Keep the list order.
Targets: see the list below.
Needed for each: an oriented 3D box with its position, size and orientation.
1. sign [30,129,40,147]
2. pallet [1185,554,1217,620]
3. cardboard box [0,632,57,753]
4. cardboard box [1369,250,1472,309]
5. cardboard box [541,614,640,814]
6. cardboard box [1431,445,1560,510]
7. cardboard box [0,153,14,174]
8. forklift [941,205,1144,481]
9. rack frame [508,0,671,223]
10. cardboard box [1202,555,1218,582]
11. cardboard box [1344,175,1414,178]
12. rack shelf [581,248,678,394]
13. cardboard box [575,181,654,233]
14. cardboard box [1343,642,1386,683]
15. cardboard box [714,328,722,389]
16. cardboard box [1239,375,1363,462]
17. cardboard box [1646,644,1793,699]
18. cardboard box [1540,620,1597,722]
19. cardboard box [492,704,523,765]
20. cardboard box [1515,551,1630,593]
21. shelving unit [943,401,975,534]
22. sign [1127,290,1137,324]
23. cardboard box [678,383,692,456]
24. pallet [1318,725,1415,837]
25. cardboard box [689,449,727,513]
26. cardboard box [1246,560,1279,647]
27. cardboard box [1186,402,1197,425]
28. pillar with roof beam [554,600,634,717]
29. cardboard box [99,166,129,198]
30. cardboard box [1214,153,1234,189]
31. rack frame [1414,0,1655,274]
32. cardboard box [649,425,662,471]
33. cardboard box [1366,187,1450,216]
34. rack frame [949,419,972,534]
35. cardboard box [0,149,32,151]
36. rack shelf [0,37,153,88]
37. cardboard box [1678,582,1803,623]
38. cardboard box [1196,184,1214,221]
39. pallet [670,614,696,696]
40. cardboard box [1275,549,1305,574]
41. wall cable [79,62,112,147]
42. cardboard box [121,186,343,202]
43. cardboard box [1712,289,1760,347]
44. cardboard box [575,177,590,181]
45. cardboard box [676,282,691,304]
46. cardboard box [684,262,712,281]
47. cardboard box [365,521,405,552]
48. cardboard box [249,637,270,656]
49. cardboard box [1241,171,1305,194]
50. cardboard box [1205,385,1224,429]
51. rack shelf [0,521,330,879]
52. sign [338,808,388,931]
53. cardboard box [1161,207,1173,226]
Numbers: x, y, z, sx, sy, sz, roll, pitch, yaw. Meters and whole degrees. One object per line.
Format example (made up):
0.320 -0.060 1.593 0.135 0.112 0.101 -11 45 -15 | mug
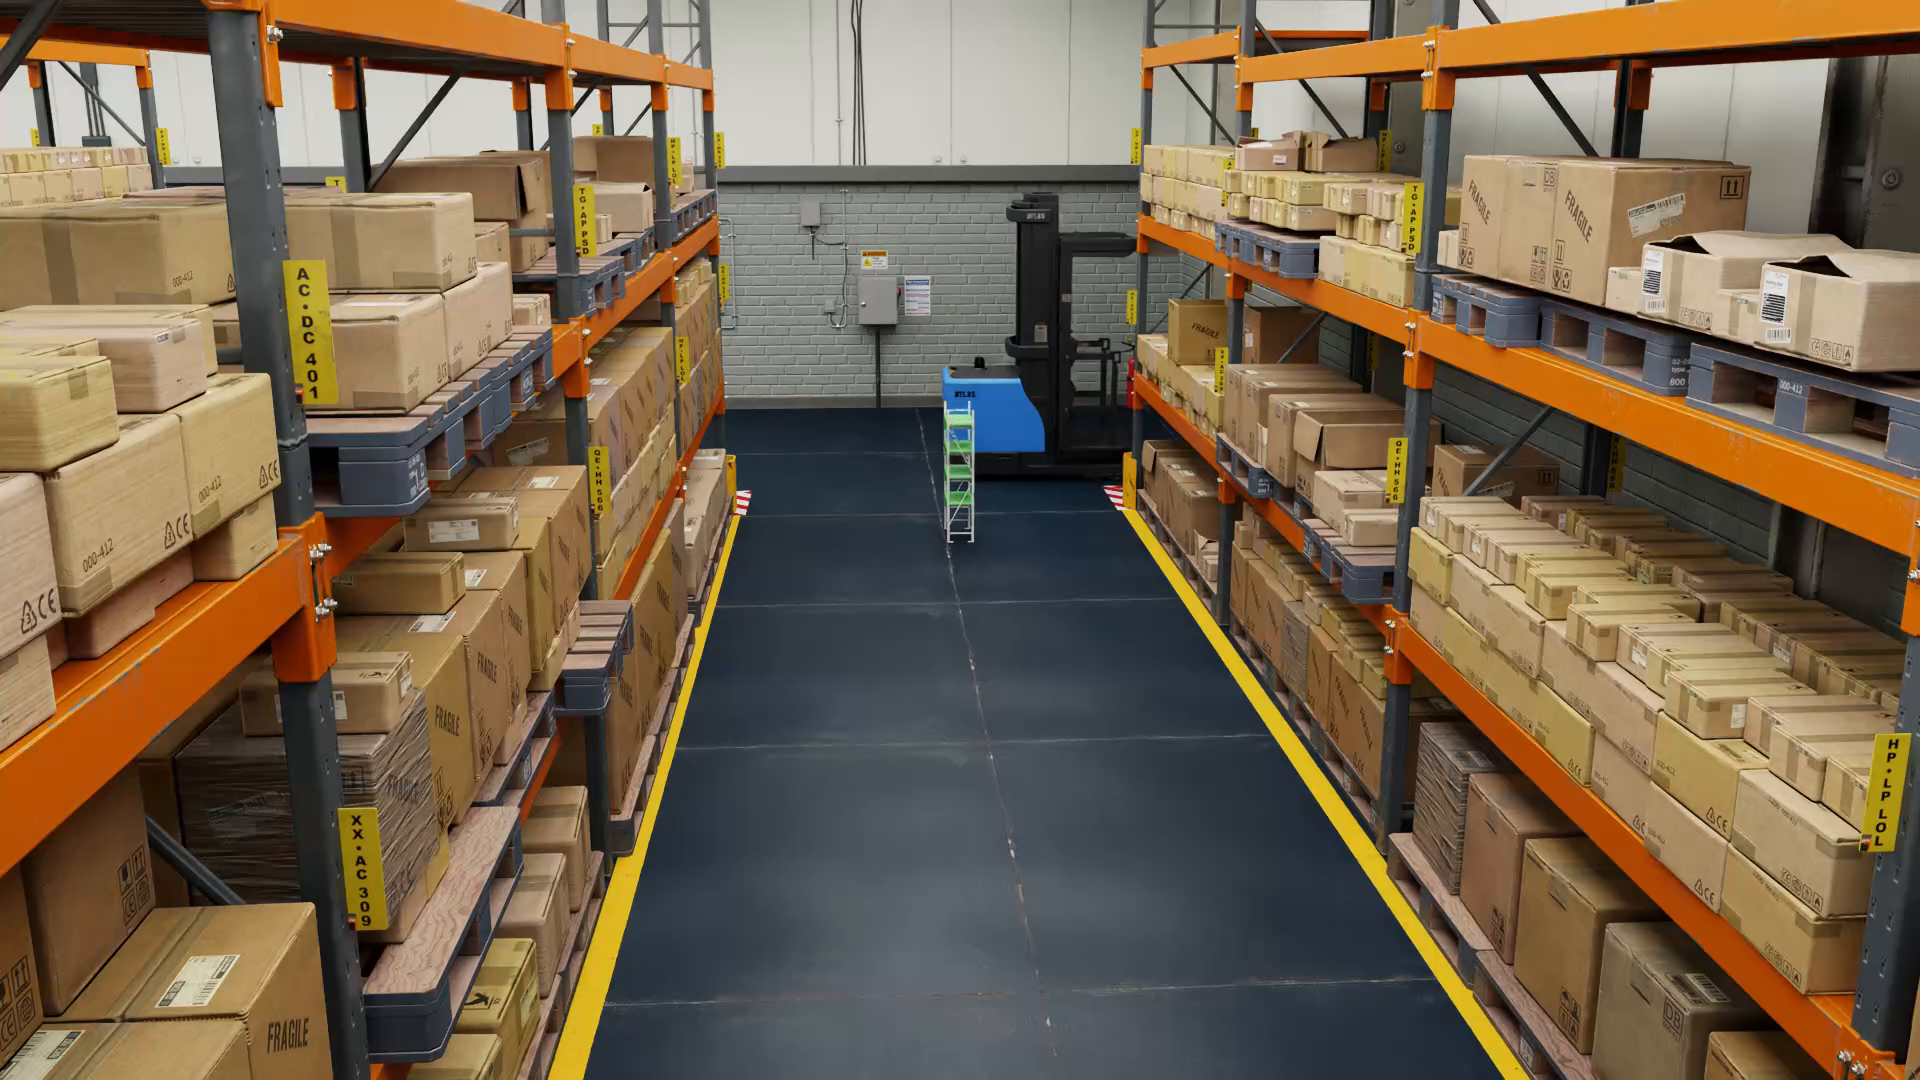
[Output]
-8.238 -3.507 14.863 0.100 0.325 0.005 -1 14 -3 | sign
2.398 0.356 13.219 1.003 0.211 1.213 -1 14 -3 | pallet
-1.645 0.242 2.549 0.380 0.149 0.250 0 14 -2 | cardboard box
2.413 -1.333 8.468 0.500 0.250 0.500 -1 14 -5 | cardboard box
-2.226 0.901 8.925 0.875 0.875 0.875 -1 14 -4 | cardboard box
2.812 -0.211 8.783 0.500 0.500 0.500 0 14 -1 | cardboard box
-7.287 -2.795 12.347 0.380 0.149 0.250 -1 14 -5 | cardboard box
-2.677 -1.916 16.769 11.079 2.843 2.598 0 14 -2 | forklift
-2.514 -3.651 11.159 1.000 3.000 0.127 -1 14 -3 | rack frame
2.112 0.220 13.032 0.380 0.149 0.250 -1 14 -5 | cardboard box
2.635 -2.221 10.484 0.380 0.149 0.250 -1 14 -5 | cardboard box
-2.390 -1.353 9.689 1.077 0.370 4.000 -1 14 -3 | rack shelf
-2.250 -2.143 10.652 0.500 0.311 0.500 -1 14 -3 | cardboard box
2.356 0.678 9.244 0.380 0.149 0.250 -2 15 -6 | cardboard box
-2.468 -1.673 15.310 0.500 0.500 0.500 -1 14 -3 | cardboard box
2.279 -0.823 11.161 0.700 0.500 0.500 -1 14 -3 | cardboard box
2.594 0.467 5.690 0.380 0.149 0.250 -1 14 -5 | cardboard box
2.572 0.497 6.371 0.500 0.250 0.500 -1 14 -3 | cardboard box
-1.790 0.695 5.967 0.380 0.149 0.250 0 14 -1 | cardboard box
2.547 0.149 6.924 0.380 0.149 0.250 -1 14 -3 | cardboard box
-6.149 0.483 10.742 13.061 1.200 8.595 -1 14 -3 | shelving unit
1.650 -2.229 15.934 0.100 0.325 0.005 -1 14 -3 | sign
-2.282 -0.915 12.363 0.500 0.500 0.500 0 14 -2 | cardboard box
2.679 1.335 9.413 1.003 0.211 1.213 -1 14 -3 | pallet
-2.621 -0.541 15.408 0.875 0.438 0.875 -1 14 -5 | cardboard box
2.288 0.440 11.472 0.500 0.500 0.500 -1 14 -4 | cardboard box
2.057 -1.035 13.533 0.380 0.149 0.250 -1 14 -4 | cardboard box
-7.271 0.225 11.123 11.046 1.510 9.021 -1 14 -3 | pillar with roof beam
-7.381 -3.024 14.036 0.500 0.250 0.500 -1 14 -5 | cardboard box
2.168 -2.712 12.227 0.500 0.250 0.500 -1 14 -3 | cardboard box
2.688 -2.734 7.594 1.000 3.000 0.127 -1 14 -3 | rack frame
-2.168 -0.557 10.468 0.500 0.250 0.500 -1 14 -2 | cardboard box
2.419 -1.823 8.977 0.380 0.149 0.250 -1 14 -4 | cardboard box
0.006 -0.562 14.801 0.228 1.046 0.006 -1 14 -3 | rack frame
-7.826 -3.115 13.592 0.380 0.149 0.250 0 14 -2 | cardboard box
-7.572 -3.697 12.787 1.077 0.370 4.000 -1 14 -3 | rack shelf
3.024 0.268 6.463 0.380 0.149 0.250 0 14 -2 | cardboard box
2.117 -2.593 12.769 0.500 0.250 0.500 -1 14 -5 | cardboard box
-2.391 0.795 11.512 1.003 0.211 1.213 -1 14 -3 | pallet
2.349 0.162 11.249 0.380 0.149 0.250 -1 14 -4 | cardboard box
-9.563 -7.511 19.702 2.277 5.999 0.120 -1 14 -3 | wall cable
-2.267 -0.978 5.241 0.500 0.250 0.500 -1 14 -3 | cardboard box
2.564 -0.686 5.112 0.380 0.149 0.250 -1 14 -4 | cardboard box
-2.873 -2.051 12.713 0.509 1.526 1.234 0 14 -2 | cardboard box
-2.306 -1.931 13.003 0.380 0.149 0.250 -1 14 -5 | cardboard box
-2.400 -2.376 14.732 0.380 0.149 0.250 -1 14 -4 | cardboard box
-2.391 0.230 6.473 0.500 0.500 0.500 -1 14 -2 | cardboard box
-2.328 0.251 5.089 0.380 0.149 0.250 -1 14 -5 | cardboard box
2.108 -2.404 11.195 0.380 0.149 0.250 -1 14 -3 | cardboard box
2.165 -1.018 12.667 0.500 0.250 0.500 -1 14 -2 | cardboard box
-1.895 0.637 1.956 1.077 0.370 4.000 -1 14 -3 | rack shelf
-1.477 0.814 4.106 0.100 0.325 0.005 -1 14 -3 | sign
1.957 -2.809 14.409 0.380 0.149 0.250 -1 14 -4 | cardboard box
